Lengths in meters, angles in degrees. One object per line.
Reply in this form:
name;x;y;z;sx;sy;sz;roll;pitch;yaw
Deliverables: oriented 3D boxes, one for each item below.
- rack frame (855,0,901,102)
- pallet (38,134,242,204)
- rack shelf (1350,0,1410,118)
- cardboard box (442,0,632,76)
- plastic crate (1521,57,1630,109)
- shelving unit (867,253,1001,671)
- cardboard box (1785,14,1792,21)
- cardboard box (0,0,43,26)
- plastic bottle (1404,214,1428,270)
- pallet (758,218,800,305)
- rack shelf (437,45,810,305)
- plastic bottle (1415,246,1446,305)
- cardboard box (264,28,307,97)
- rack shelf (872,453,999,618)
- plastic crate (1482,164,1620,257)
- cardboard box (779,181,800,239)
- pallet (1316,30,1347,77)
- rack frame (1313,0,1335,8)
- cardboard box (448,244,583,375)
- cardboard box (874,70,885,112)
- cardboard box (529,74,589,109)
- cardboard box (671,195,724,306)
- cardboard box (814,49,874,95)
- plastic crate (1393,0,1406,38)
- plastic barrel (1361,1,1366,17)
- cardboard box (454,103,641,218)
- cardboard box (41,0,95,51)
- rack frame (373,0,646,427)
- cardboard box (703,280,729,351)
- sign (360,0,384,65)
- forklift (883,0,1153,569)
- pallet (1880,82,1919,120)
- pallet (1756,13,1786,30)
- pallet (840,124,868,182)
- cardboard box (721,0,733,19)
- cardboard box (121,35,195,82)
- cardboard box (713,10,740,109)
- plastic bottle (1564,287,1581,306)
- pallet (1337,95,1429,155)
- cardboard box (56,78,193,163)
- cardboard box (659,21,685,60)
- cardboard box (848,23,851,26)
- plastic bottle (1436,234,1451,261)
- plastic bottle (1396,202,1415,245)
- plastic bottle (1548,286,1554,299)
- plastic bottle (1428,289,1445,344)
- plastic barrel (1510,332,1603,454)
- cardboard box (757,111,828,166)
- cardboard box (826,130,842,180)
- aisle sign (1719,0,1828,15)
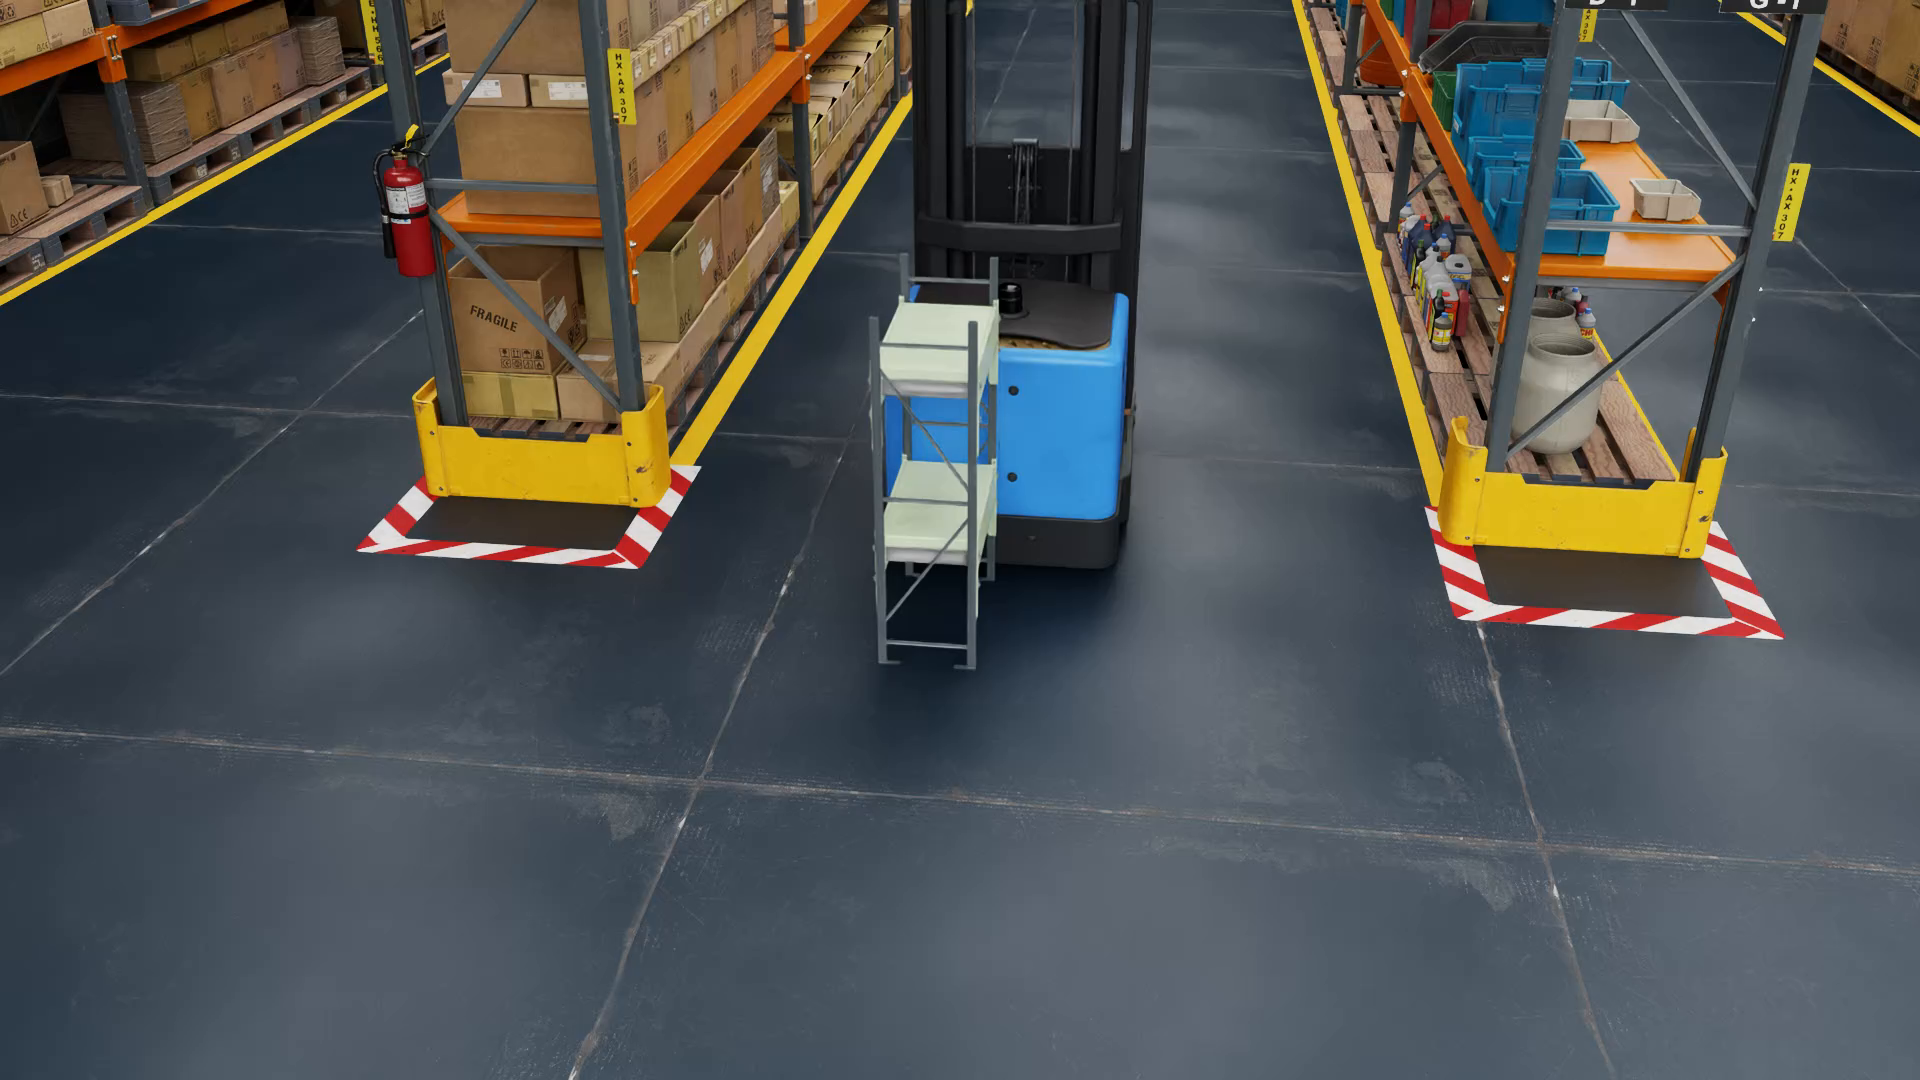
rack frame;-1.047;-5.365;14.547;1.000;3.000;0.127;3;28;6
pallet;-6.360;-2.908;12.925;1.003;0.211;1.213;3;28;6
rack shelf;3.623;-3.818;12.432;1.077;0.370;4.000;3;28;6
cardboard box;-1.951;-2.459;7.678;0.700;0.500;0.500;3;29;6
plastic crate;3.512;-2.591;9.553;0.499;0.251;0.616;3;28;6
shelving unit;-0.090;-0.318;6.758;0.431;1.500;0.755;3;28;6
cardboard box;9.216;-5.618;16.813;1.225;0.875;0.875;3;29;6
cardboard box;-6.261;-3.566;10.553;0.500;0.500;0.500;3;28;6
plastic bottle;2.867;-1.865;10.377;0.144;0.351;0.185;4;29;8
pallet;-1.676;-1.883;11.023;1.003;0.211;1.213;3;28;6
rack shelf;-1.782;-2.224;9.475;1.077;0.370;4.000;3;28;6
plastic bottle;2.792;-1.576;9.841;0.144;0.351;0.185;3;28;6
cardboard box;-6.179;-4.167;14.494;0.700;0.500;0.500;3;28;6
rack shelf;-0.090;-0.031;6.913;0.431;0.370;0.720;3;28;6
plastic crate;2.652;-1.498;7.524;0.499;0.251;0.616;3;28;6
cardboard box;-1.377;-2.226;11.175;0.500;0.250;0.500;3;28;6
pallet;4.076;-4.794;16.427;1.003;0.211;1.213;3;28;6
rack frame;4.358;-6.959;17.504;1.000;3.000;0.127;3;28;6
cardboard box;-2.257;-1.174;8.432;0.500;0.500;0.500;3;28;6
cardboard box;-0.929;-3.835;14.162;0.500;0.250;0.500;3;28;6
cardboard box;-1.766;-2.101;7.699;0.380;0.149;0.250;3;28;6
cardboard box;-1.633;-1.615;9.251;0.500;0.500;0.500;3;28;6
cardboard box;-0.989;-3.843;13.586;0.500;0.311;0.500;3;28;6
plastic crate;3.205;-3.723;11.515;0.392;0.384;0.575;3;28;6
plastic barrel;4.050;-4.962;15.897;0.600;0.588;0.708;3;28;6
cardboard box;-1.958;-1.863;7.940;0.700;0.500;0.500;3;28;6
cardboard box;-6.211;-3.471;11.167;0.500;0.250;0.500;3;29;6
rack frame;-2.027;-1.600;7.557;1.000;3.000;0.127;3;28;6
cardboard box;-1.622;-1.284;9.428;0.500;0.250;0.500;3;28;6
sign;-2.564;-2.252;7.297;0.100;0.325;0.005;3;28;6
forklift;0.354;-1.836;8.067;1.130;2.935;3.031;3;28;6
pallet;8.955;-3.927;14.817;1.003;0.211;1.213;3;28;6
pallet;9.445;-5.797;18.287;1.003;0.211;1.213;3;28;6
pallet;-1.339;-3.180;13.430;1.003;0.211;1.213;3;28;6
cardboard box;-1.515;-3.074;9.504;0.380;0.149;0.250;4;29;8
cardboard box;-6.330;-3.747;12.923;0.500;0.250;0.500;3;28;5
cardboard box;-1.709;-2.833;9.740;0.700;0.500;0.500;4;29;7
plastic bottle;3.462;-1.299;9.412;0.097;0.271;0.097;0;28;0
pallet;3.735;-3.486;13.998;1.003;0.211;1.213;3;28;6
cardboard box;-6.380;-3.209;12.716;0.700;0.500;0.500;4;29;8
cardboard box;-1.641;-2.588;8.601;0.380;0.149;0.250;2;28;4
cardboard box;-1.166;-4.913;15.878;0.500;0.500;0.500;4;29;8
plastic bottle;2.970;-1.754;10.257;0.097;0.271;0.097;0;28;0
plastic bottle;2.904;-2.061;10.826;0.097;0.271;0.097;0;28;0
plastic bottle;3.511;-1.459;9.782;0.097;0.201;0.097;0;28;0
plastic bottle;2.674;-1.254;9.315;0.061;0.283;0.133;4;29;7
plastic barrel;2.893;-0.714;8.093;0.421;0.512;0.421;0;28;0
cardboard box;-1.239;-2.884;11.805;0.500;0.311;0.500;3;29;6
cardboard box;-1.178;-2.873;12.376;0.500;0.250;0.500;4;29;7
aisle sign;3.170;-2.404;6.308;0.394;0.787;0.004;3;28;6
